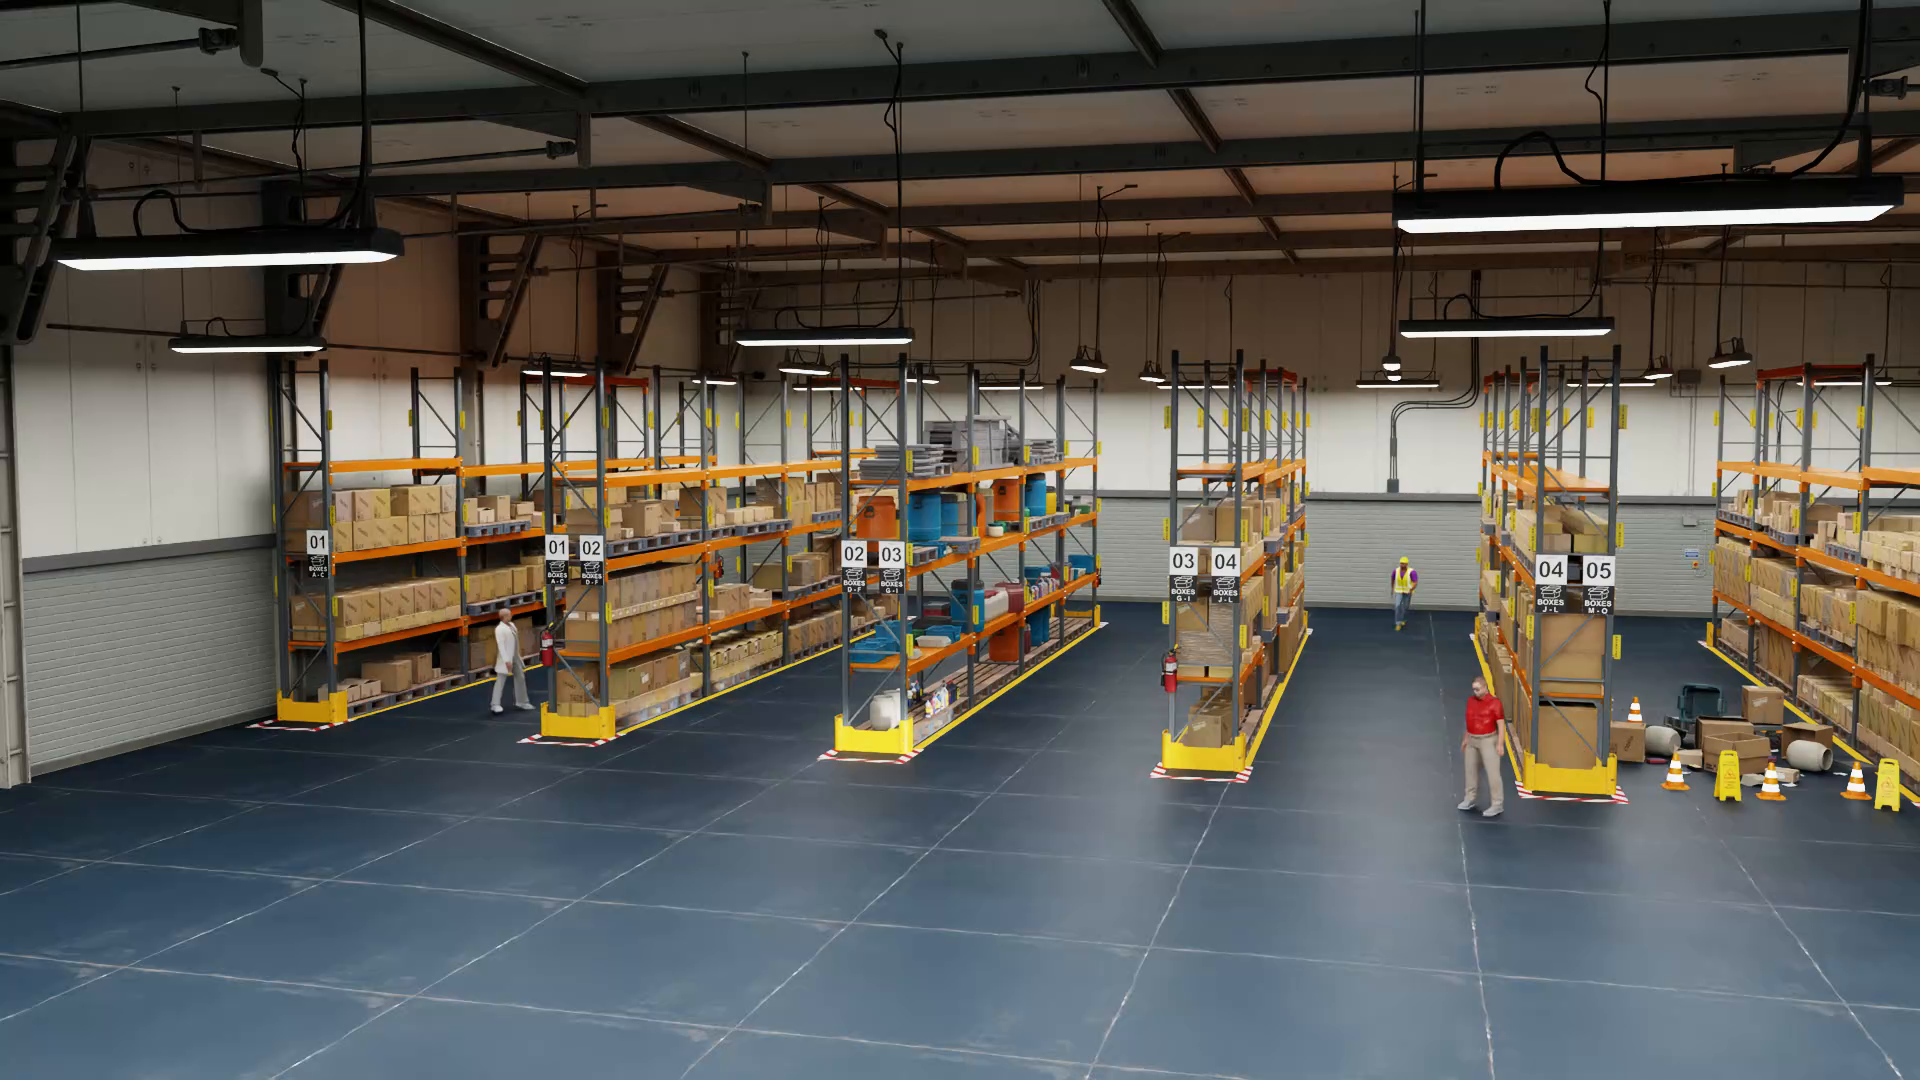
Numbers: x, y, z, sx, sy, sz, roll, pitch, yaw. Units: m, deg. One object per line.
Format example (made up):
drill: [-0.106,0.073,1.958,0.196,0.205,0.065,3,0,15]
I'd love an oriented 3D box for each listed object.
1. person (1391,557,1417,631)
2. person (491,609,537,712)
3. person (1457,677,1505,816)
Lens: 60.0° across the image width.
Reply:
person: [10.671,1.277,39.959,0.606,1.743,1.003,1,4,15]
person: [-7.741,2.075,28.639,0.578,1.818,0.715,2,4,22]
person: [6.647,2.611,21.265,0.420,1.721,0.610,-3,5,-34]
